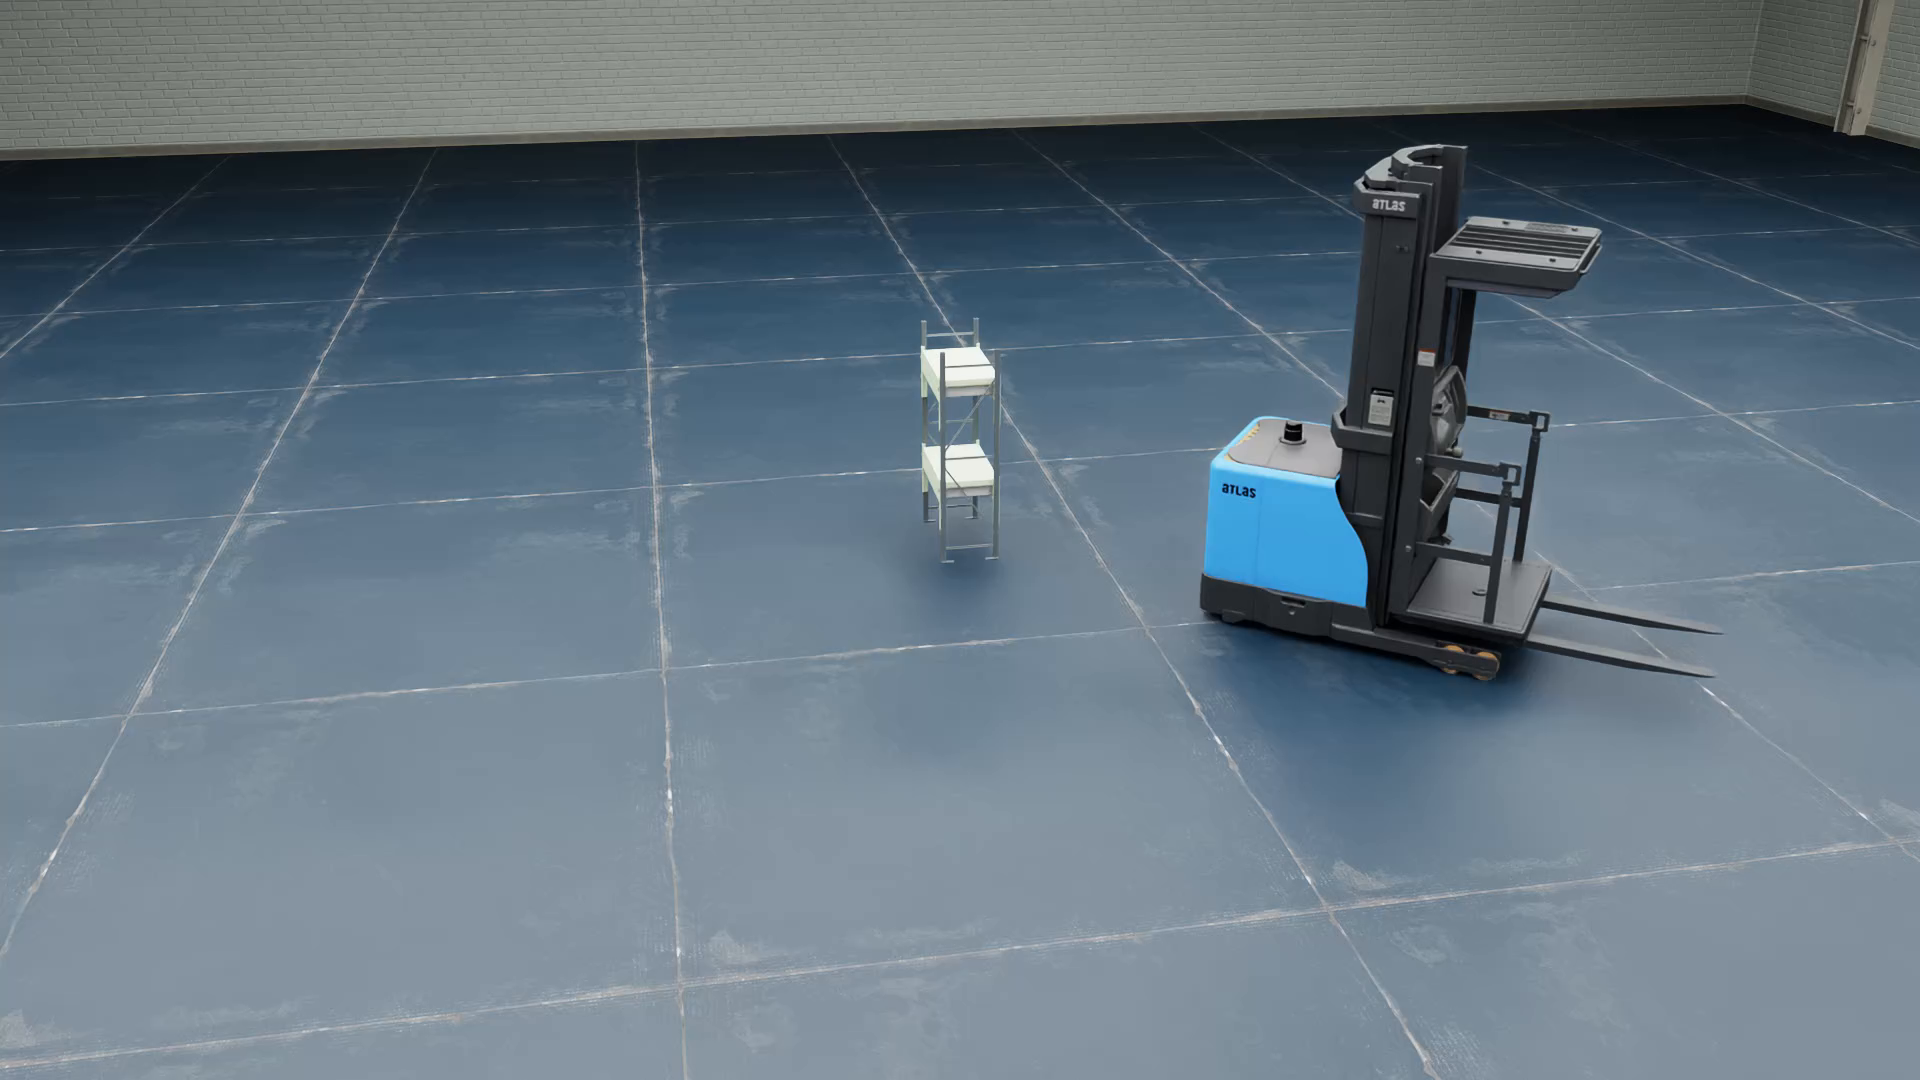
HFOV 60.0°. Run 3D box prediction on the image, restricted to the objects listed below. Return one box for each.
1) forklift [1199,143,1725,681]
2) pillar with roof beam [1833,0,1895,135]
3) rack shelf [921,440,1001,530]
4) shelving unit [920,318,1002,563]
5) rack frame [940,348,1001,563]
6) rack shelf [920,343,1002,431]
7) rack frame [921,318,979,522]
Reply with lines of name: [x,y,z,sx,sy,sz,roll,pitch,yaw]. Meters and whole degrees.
forklift: [3.080,-0.754,9.814,3.031,2.935,1.130,11,26,24]
pillar with roof beam: [10.072,-10.350,24.204,9.100,9.000,0.400,-4,24,-10]
rack shelf: [-0.001,-0.391,11.586,0.431,0.370,0.720,-4,24,-10]
shelving unit: [-0.001,-0.690,11.456,0.431,1.500,0.755,-4,24,-10]
rack frame: [0.066,-0.546,11.126,0.400,1.500,0.023,-4,24,-10]
rack shelf: [-0.001,-1.048,11.300,0.431,0.370,0.720,-4,24,-10]
rack frame: [-0.069,-0.834,11.785,0.400,1.500,0.023,-4,24,-10]
